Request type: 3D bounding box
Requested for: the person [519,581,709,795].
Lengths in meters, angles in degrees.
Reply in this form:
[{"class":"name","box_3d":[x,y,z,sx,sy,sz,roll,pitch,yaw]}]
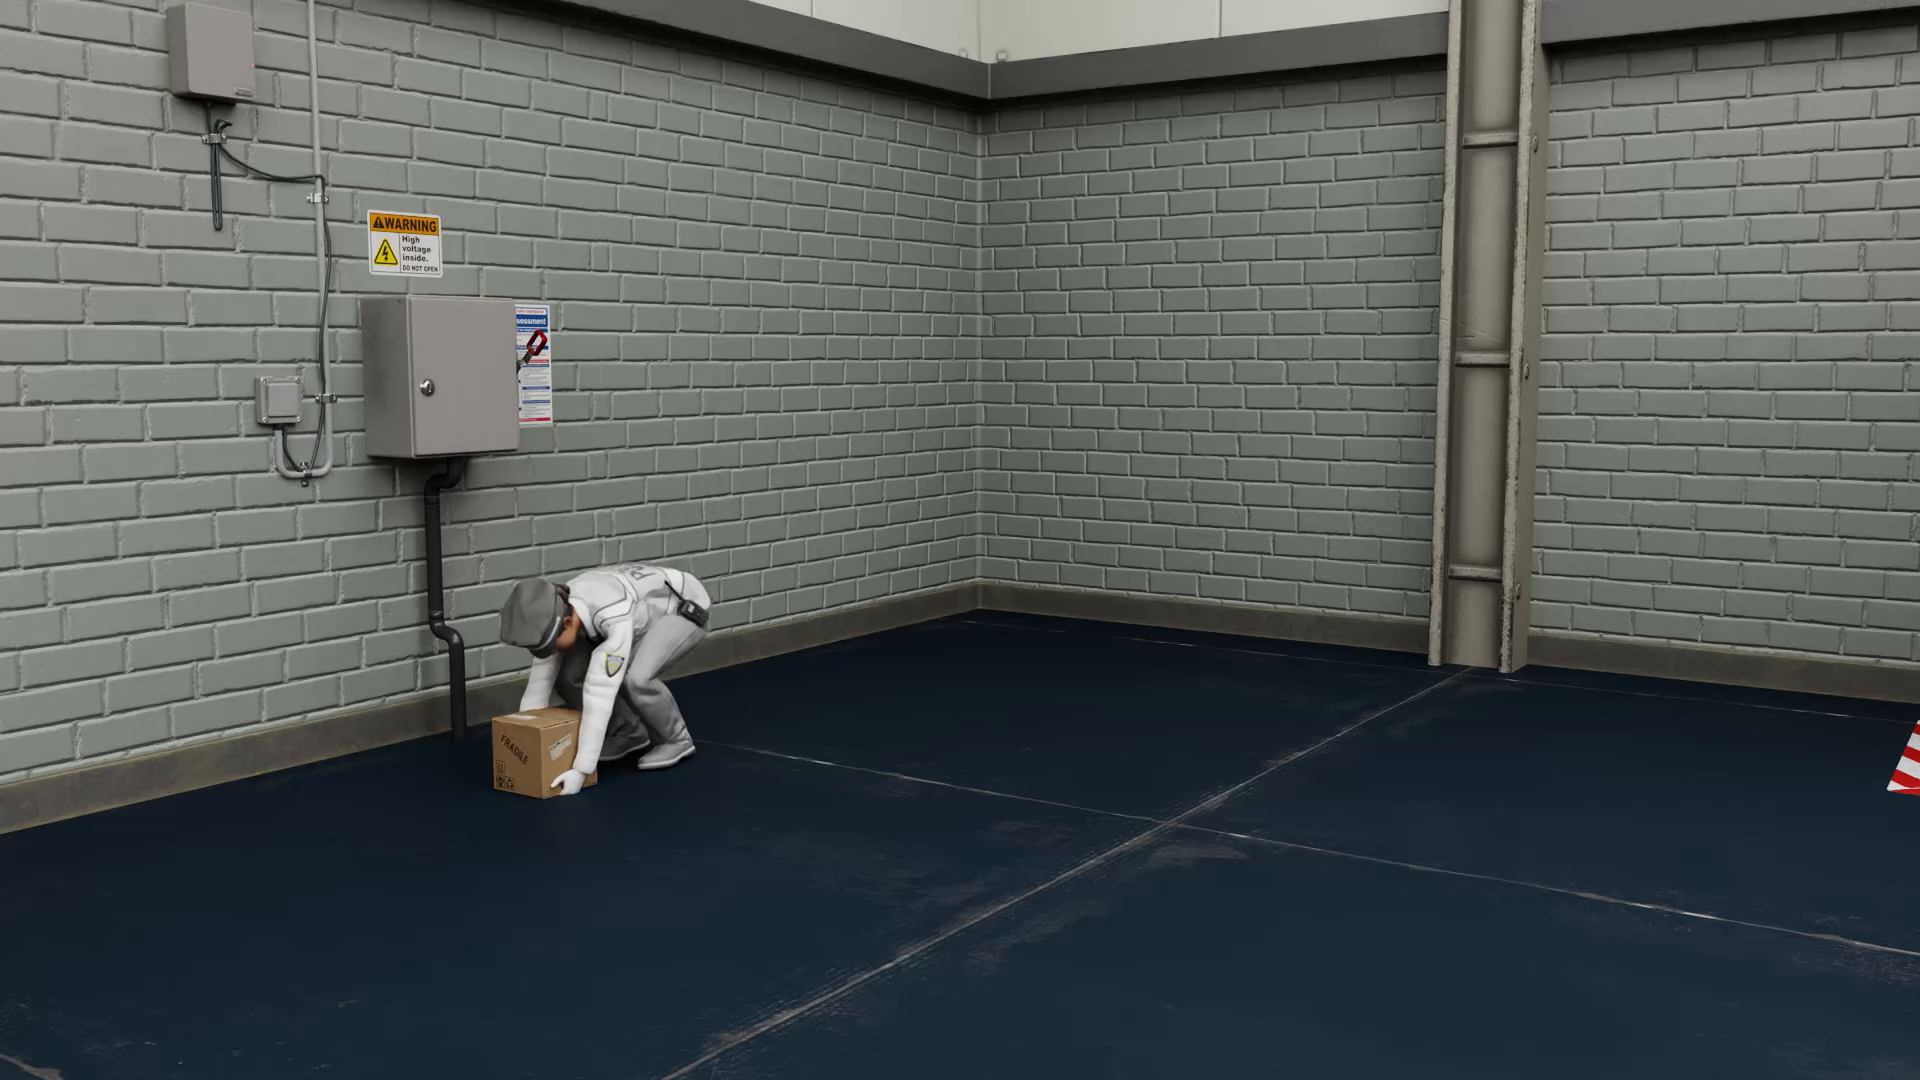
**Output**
[{"class":"person","box_3d":[-1.256,0.489,6.017,0.411,0.722,0.850,4,8,32]}]
